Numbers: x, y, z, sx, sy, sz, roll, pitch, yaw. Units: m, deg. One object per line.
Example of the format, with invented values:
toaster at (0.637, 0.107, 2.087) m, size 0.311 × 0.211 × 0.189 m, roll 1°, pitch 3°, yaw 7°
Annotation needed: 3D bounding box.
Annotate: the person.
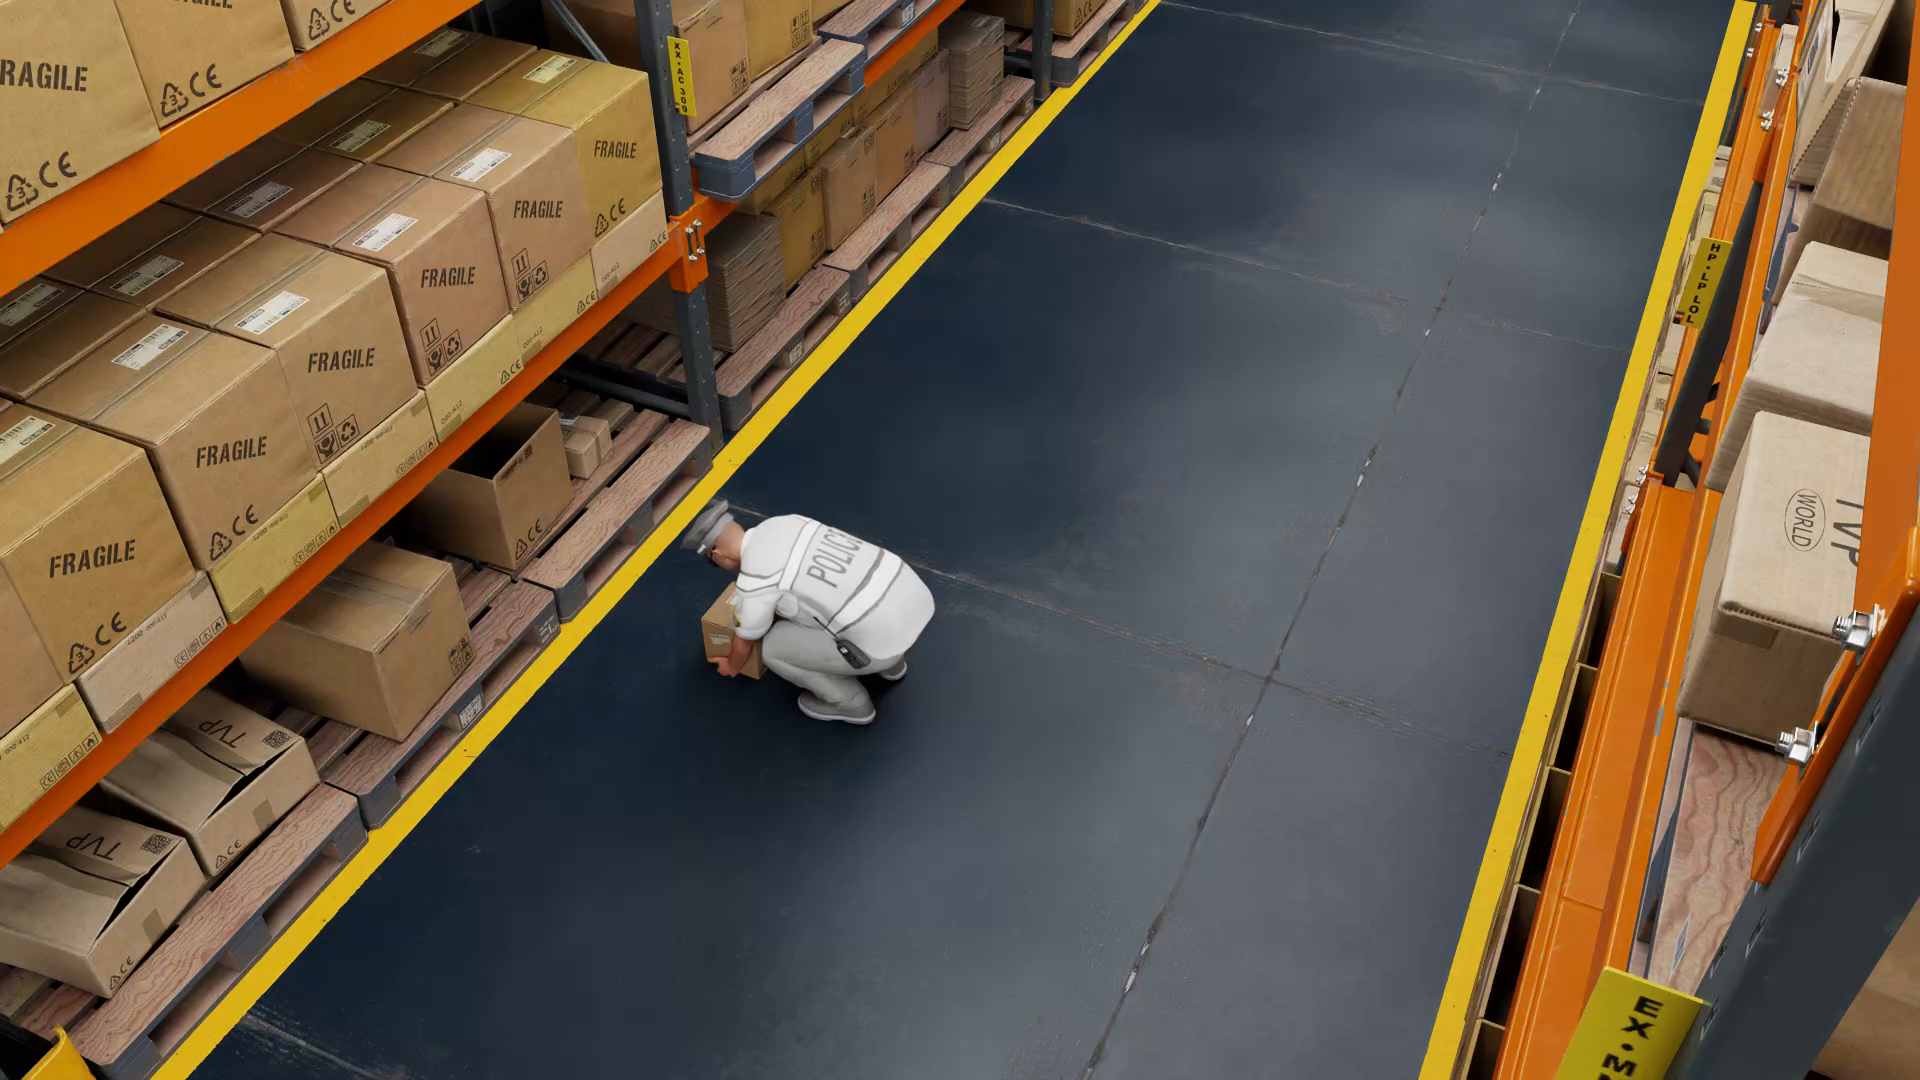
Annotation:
person at (-0.602, 0.283, 6.600) m, size 0.995 × 0.891 × 0.540 m, roll 17°, pitch 44°, yaw 18°
